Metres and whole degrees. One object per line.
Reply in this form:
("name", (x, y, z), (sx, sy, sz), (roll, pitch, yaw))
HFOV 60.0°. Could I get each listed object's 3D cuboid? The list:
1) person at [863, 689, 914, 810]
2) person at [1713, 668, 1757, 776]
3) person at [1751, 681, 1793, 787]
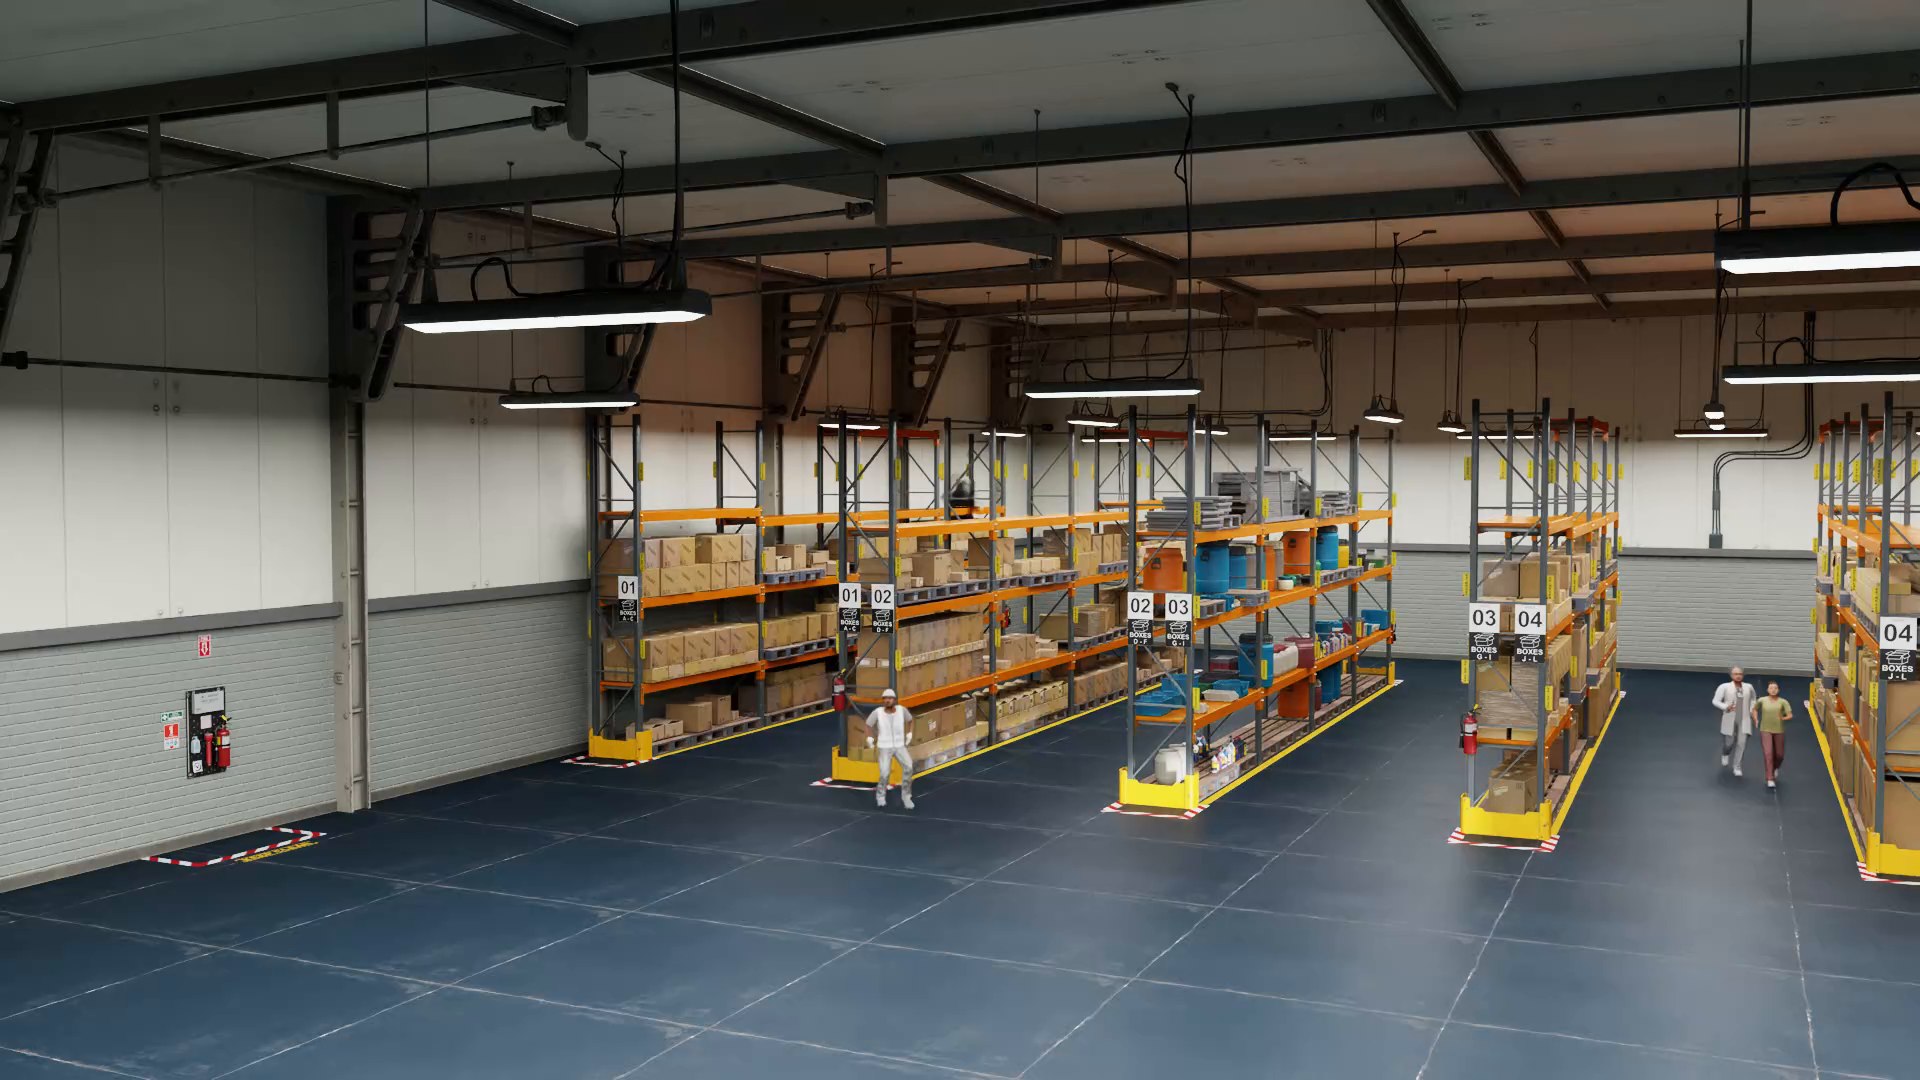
("person", (-1.012, 3.106, 24.778), (0.783, 1.768, 0.582), (-1, 2, -19))
("person", (12.837, 2.988, 27.524), (0.718, 1.746, 0.834), (1, 2, 13))
("person", (12.970, 3.073, 26.556), (0.587, 1.645, 0.911), (1, 3, 22))
